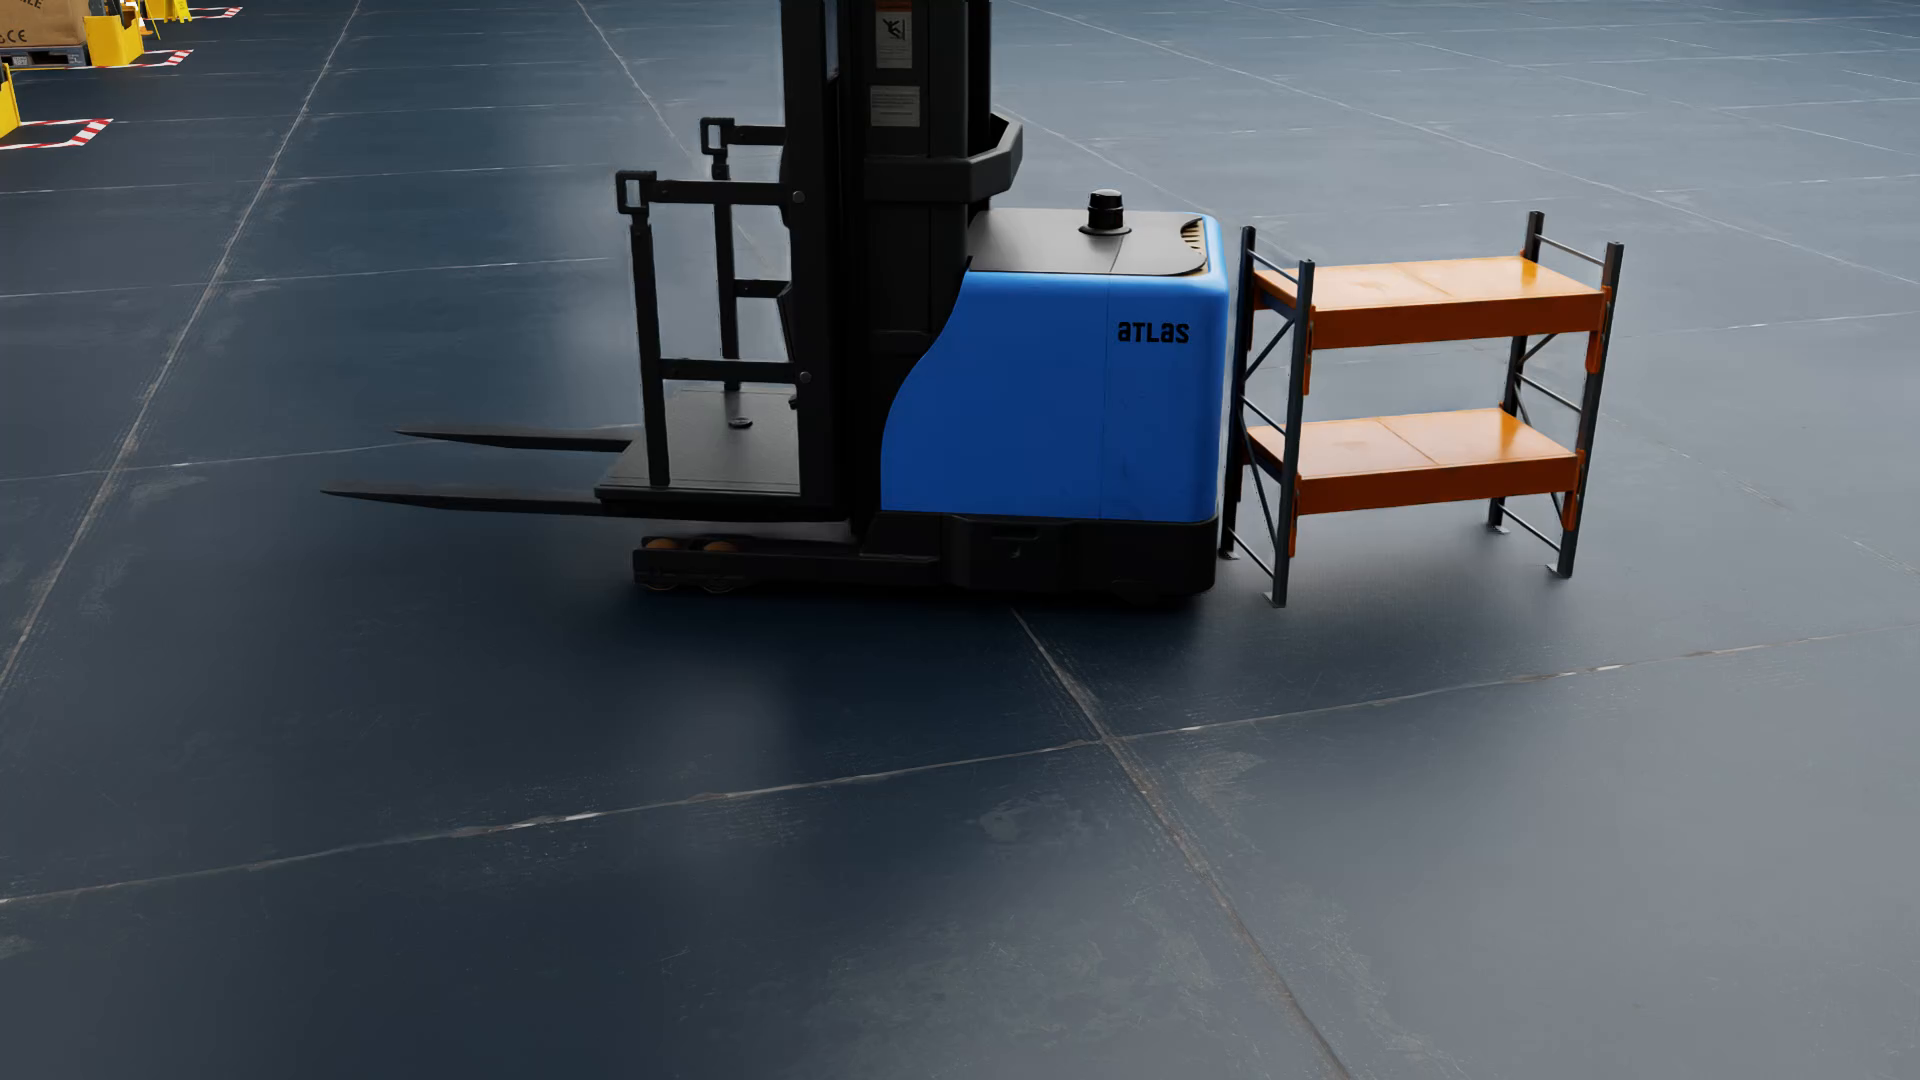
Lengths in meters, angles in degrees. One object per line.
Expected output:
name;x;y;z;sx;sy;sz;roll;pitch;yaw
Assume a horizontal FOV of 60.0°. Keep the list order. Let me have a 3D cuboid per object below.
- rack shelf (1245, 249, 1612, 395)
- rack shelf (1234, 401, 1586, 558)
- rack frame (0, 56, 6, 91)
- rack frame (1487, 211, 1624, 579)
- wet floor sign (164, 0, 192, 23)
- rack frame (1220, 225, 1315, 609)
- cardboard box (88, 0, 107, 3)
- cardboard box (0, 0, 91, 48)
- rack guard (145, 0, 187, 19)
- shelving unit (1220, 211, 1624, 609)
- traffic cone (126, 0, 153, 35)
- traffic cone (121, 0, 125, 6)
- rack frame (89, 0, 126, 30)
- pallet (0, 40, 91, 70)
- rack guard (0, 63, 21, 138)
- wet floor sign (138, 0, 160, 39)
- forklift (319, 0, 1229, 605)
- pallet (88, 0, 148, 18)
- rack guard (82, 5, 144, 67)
rack shelf;1.469;-0.708;5.314;1.000;0.278;0.538;-5;24;-12
rack shelf;1.469;-0.214;5.526;1.000;0.278;0.538;-5;24;-12
rack frame;-7.818;-4.645;12.856;0.127;3.000;1.000;-6;24;-14
rack frame;1.965;-0.483;5.533;0.032;1.125;0.500;-5;24;-12
wet floor sign;-10.023;-6.940;21.189;0.232;0.644;0.267;2;23;4
rack frame;0.973;-0.394;5.326;0.032;1.125;0.500;-5;24;-12
cardboard box;-11.224;-7.146;21.639;0.500;0.250;0.500;-6;24;-15
cardboard box;-9.696;-5.659;17.379;0.875;0.875;0.875;-6;24;-14
rack guard;-10.568;-7.251;22.098;0.348;0.500;1.175;-6;24;-14
shelving unit;1.469;-0.439;5.430;1.048;1.125;0.538;-5;24;-12
traffic cone;-9.934;-6.321;19.979;0.334;0.463;0.336;-6;24;-14
traffic cone;-10.561;-6.706;20.876;0.334;0.463;0.336;-6;24;-14
rack frame;-9.061;-6.539;17.270;0.127;3.000;1.000;-6;24;-14
pallet;-9.809;-5.143;17.552;1.213;0.211;1.003;-6;24;-14
rack guard;-7.891;-3.489;13.330;0.348;0.500;1.175;-6;24;-14
wet floor sign;-9.568;-6.212;19.493;0.232;0.644;0.267;-11;25;-23
forklift;-0.643;-1.375;5.322;3.031;2.935;1.130;3;23;6
pallet;-11.360;-7.045;21.985;1.213;0.211;1.003;-6;24;-14
rack guard;-9.038;-5.393;17.769;0.348;0.500;1.175;-6;24;-14
